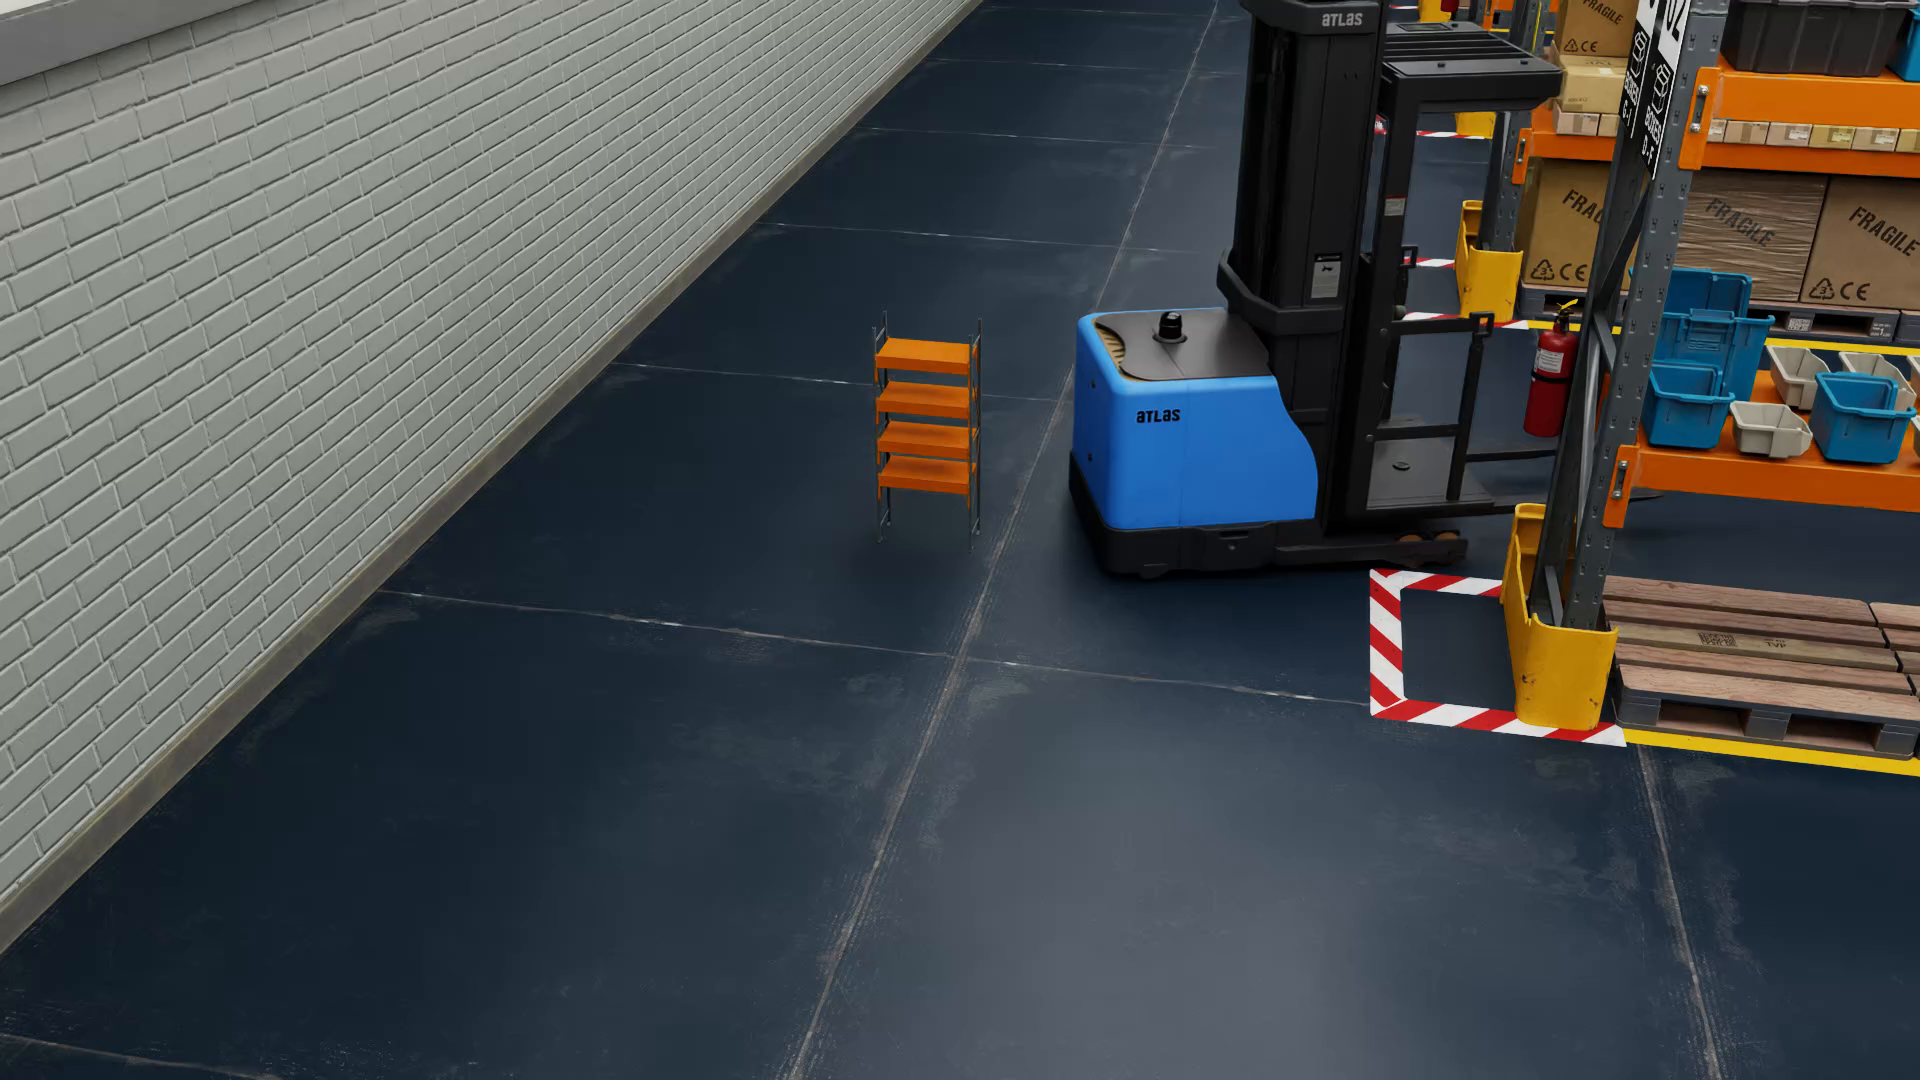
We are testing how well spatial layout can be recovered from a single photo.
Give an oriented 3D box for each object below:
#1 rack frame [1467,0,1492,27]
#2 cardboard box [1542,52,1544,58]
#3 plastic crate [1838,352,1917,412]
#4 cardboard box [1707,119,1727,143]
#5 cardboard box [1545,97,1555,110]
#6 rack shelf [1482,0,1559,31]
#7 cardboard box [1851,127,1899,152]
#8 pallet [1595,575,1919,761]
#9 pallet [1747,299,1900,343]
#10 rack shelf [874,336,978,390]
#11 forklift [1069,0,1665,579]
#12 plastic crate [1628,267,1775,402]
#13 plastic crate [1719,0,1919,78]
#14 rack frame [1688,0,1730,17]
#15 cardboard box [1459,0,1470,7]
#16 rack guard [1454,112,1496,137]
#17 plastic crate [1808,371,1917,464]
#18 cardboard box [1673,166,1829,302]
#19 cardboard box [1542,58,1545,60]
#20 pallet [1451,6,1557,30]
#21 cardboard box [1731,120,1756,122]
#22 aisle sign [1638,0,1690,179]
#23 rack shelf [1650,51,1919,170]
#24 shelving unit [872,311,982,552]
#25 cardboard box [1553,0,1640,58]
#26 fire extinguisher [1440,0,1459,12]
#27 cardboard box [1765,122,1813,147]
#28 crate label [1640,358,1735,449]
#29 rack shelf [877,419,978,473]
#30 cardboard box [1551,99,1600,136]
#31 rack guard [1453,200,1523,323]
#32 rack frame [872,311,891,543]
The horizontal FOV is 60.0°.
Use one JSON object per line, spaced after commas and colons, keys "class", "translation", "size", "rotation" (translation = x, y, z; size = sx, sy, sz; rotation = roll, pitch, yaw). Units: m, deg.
{"class": "rack frame", "translation": [4.924, -5.418, 15.523], "size": [0.127, 3.000, 1.000], "rotation": [6, 29, 11]}
{"class": "cardboard box", "translation": [5.495, -4.679, 16.084], "size": [0.250, 0.149, 0.380], "rotation": [6, 29, 11]}
{"class": "plastic crate", "translation": [3.871, -0.651, 7.028], "size": [0.243, 0.136, 0.396], "rotation": [6, 29, 11]}
{"class": "cardboard box", "translation": [4.825, -2.722, 10.860], "size": [0.250, 0.149, 0.380], "rotation": [5, 29, 10]}
{"class": "cardboard box", "translation": [4.206, -3.108, 11.564], "size": [0.250, 0.149, 0.380], "rotation": [6, 29, 12]}
{"class": "rack shelf", "translation": [6.880, -4.902, 15.330], "size": [4.000, 0.370, 1.077], "rotation": [6, 29, 11]}
{"class": "cardboard box", "translation": [5.829, -2.619, 10.672], "size": [0.250, 0.149, 0.380], "rotation": [6, 29, 11]}
{"class": "pallet", "translation": [3.554, 0.551, 7.523], "size": [1.213, 0.211, 1.003], "rotation": [6, 29, 11]}
{"class": "pallet", "translation": [5.777, -1.709, 11.652], "size": [1.213, 0.211, 1.003], "rotation": [6, 29, 11]}
{"class": "rack shelf", "translation": [-0.162, -0.888, 8.303], "size": [0.480, 0.148, 0.258], "rotation": [6, 29, 11]}
{"class": "forklift", "translation": [2.153, -1.392, 8.240], "size": [3.031, 2.935, 1.130], "rotation": [-4, 29, -6]}
{"class": "plastic crate", "translation": [3.122, -0.869, 7.114], "size": [0.499, 0.435, 0.616], "rotation": [6, 29, 11]}
{"class": "plastic crate", "translation": [3.073, -1.862, 6.040], "size": [0.590, 0.269, 0.497], "rotation": [6, 29, 11]}
{"class": "rack frame", "translation": [2.755, -3.404, 5.598], "size": [0.127, 3.000, 1.000], "rotation": [6, 29, 11]}
{"class": "cardboard box", "translation": [6.525, -6.794, 20.267], "size": [0.875, 0.438, 0.875], "rotation": [5, 29, 9]}
{"class": "rack guard", "translation": [4.998, -4.314, 16.109], "size": [0.348, 0.500, 1.175], "rotation": [6, 29, 11]}
{"class": "plastic crate", "translation": [3.572, -0.480, 6.616], "size": [0.300, 0.233, 0.416], "rotation": [6, 29, 11]}
{"class": "cardboard box", "translation": [5.322, -2.233, 11.481], "size": [0.875, 0.875, 0.875], "rotation": [6, 29, 11]}
{"class": "cardboard box", "translation": [5.365, -4.401, 15.577], "size": [0.250, 0.149, 0.380], "rotation": [5, 29, 8]}
{"class": "pallet", "translation": [6.657, -6.486, 20.378], "size": [1.213, 0.211, 1.003], "rotation": [6, 29, 11]}
{"class": "cardboard box", "translation": [5.203, -2.888, 10.747], "size": [0.500, 0.250, 0.500], "rotation": [5, 29, 9]}
{"class": "aisle sign", "translation": [2.623, -1.781, 6.172], "size": [0.004, 0.787, 0.394], "rotation": [6, 29, 11]}
{"class": "rack shelf", "translation": [4.711, -1.573, 6.124], "size": [4.000, 0.370, 1.077], "rotation": [6, 29, 11]}
{"class": "shelving unit", "translation": [-0.162, -0.543, 8.492], "size": [0.503, 1.200, 0.258], "rotation": [6, 29, 11]}
{"class": "cardboard box", "translation": [4.321, -3.567, 11.208], "size": [0.500, 0.500, 0.500], "rotation": [6, 29, 11]}
{"class": "fire extinguisher", "translation": [4.774, -5.463, 16.073], "size": [0.183, 0.674, 0.296], "rotation": [6, 29, 11]}
{"class": "cardboard box", "translation": [5.326, -2.670, 10.766], "size": [0.250, 0.149, 0.380], "rotation": [6, 29, 10]}
{"class": "crate label", "translation": [2.928, -0.546, 6.736], "size": [0.303, 0.233, 0.416], "rotation": [6, 29, 11]}
{"class": "rack shelf", "translation": [-0.162, -0.484, 8.524], "size": [0.480, 0.148, 0.258], "rotation": [6, 29, 11]}
{"class": "cardboard box", "translation": [4.068, -2.798, 10.999], "size": [0.250, 0.149, 0.380], "rotation": [6, 29, 11]}
{"class": "rack guard", "translation": [3.766, -2.005, 11.892], "size": [0.348, 0.500, 1.175], "rotation": [6, 29, 11]}
{"class": "rack frame", "translation": [-0.401, -0.567, 8.537], "size": [0.015, 1.200, 0.240], "rotation": [6, 29, 11]}
